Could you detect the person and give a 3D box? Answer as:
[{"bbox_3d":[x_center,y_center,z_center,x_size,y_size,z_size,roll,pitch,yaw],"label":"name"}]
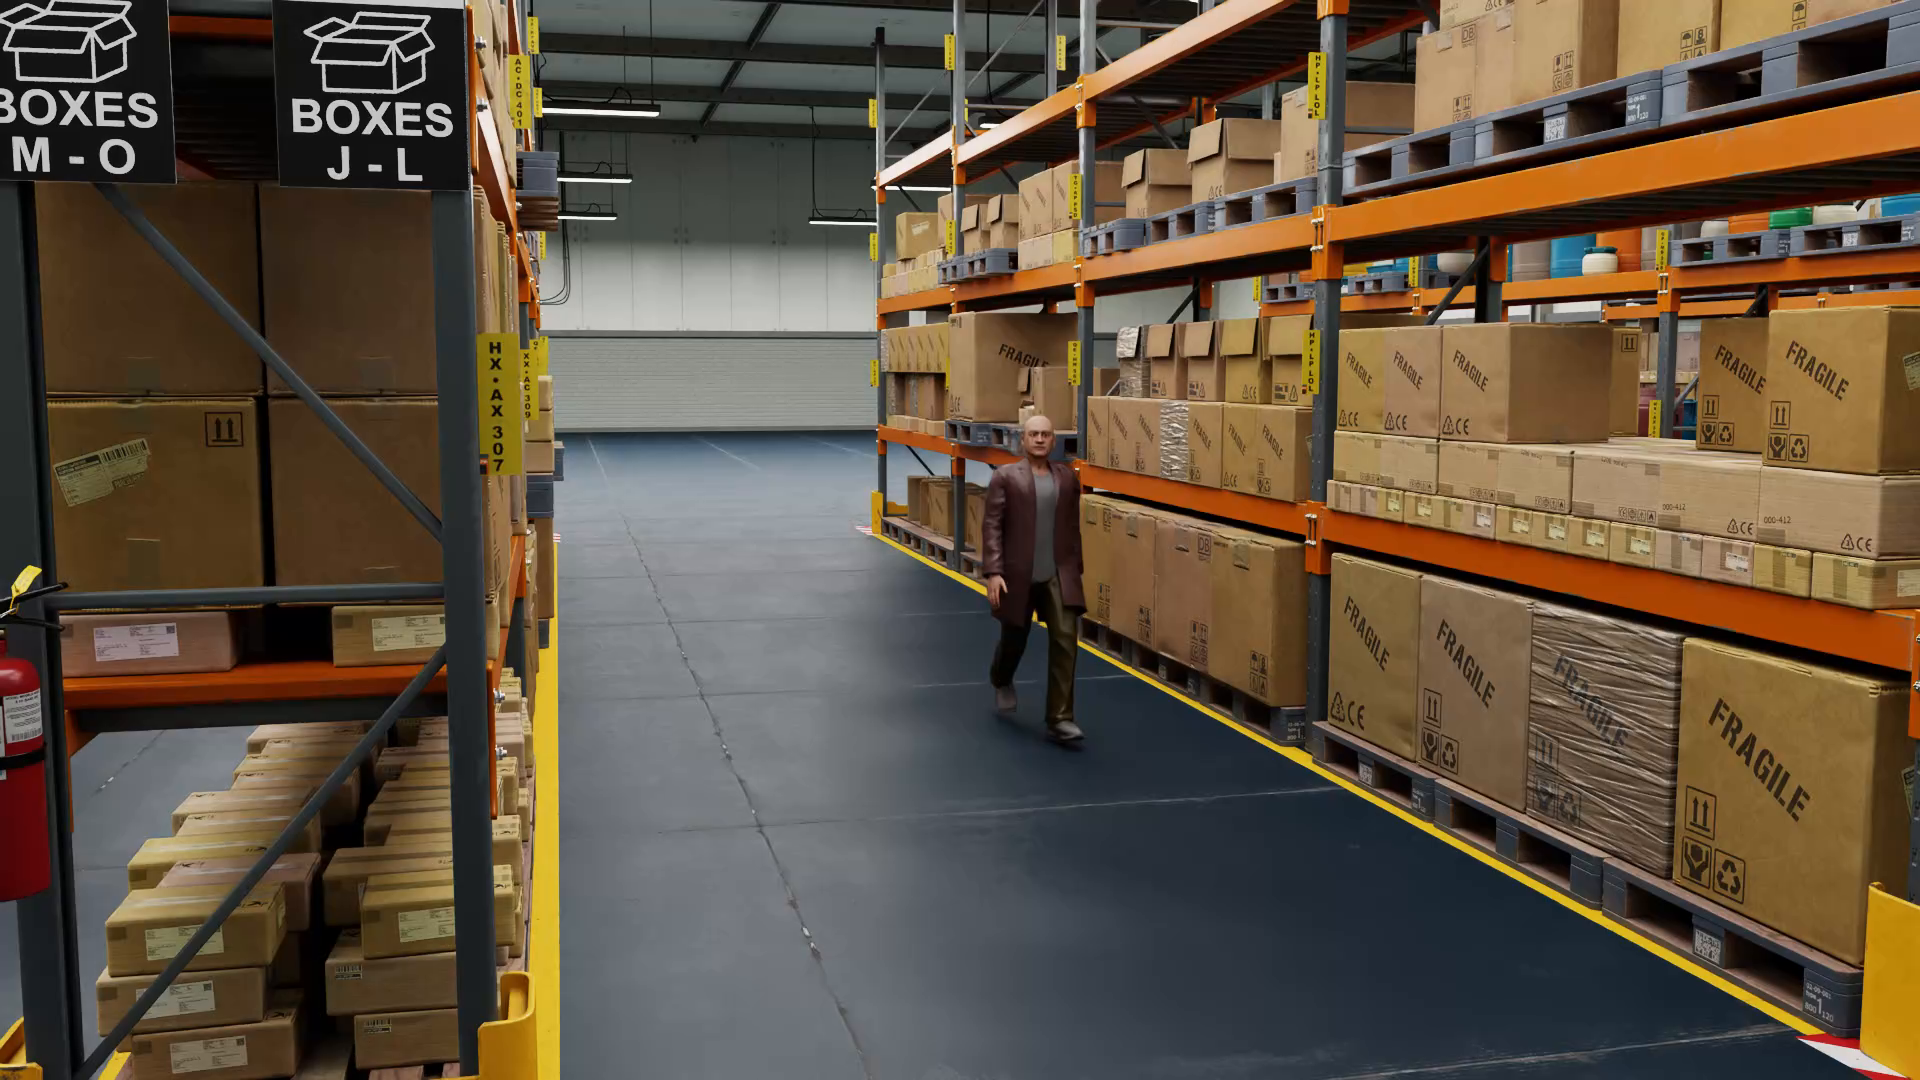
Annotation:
[{"bbox_3d":[0.407,0.184,9.136,0.613,1.731,1.072,-1,6,-10],"label":"person"}]
